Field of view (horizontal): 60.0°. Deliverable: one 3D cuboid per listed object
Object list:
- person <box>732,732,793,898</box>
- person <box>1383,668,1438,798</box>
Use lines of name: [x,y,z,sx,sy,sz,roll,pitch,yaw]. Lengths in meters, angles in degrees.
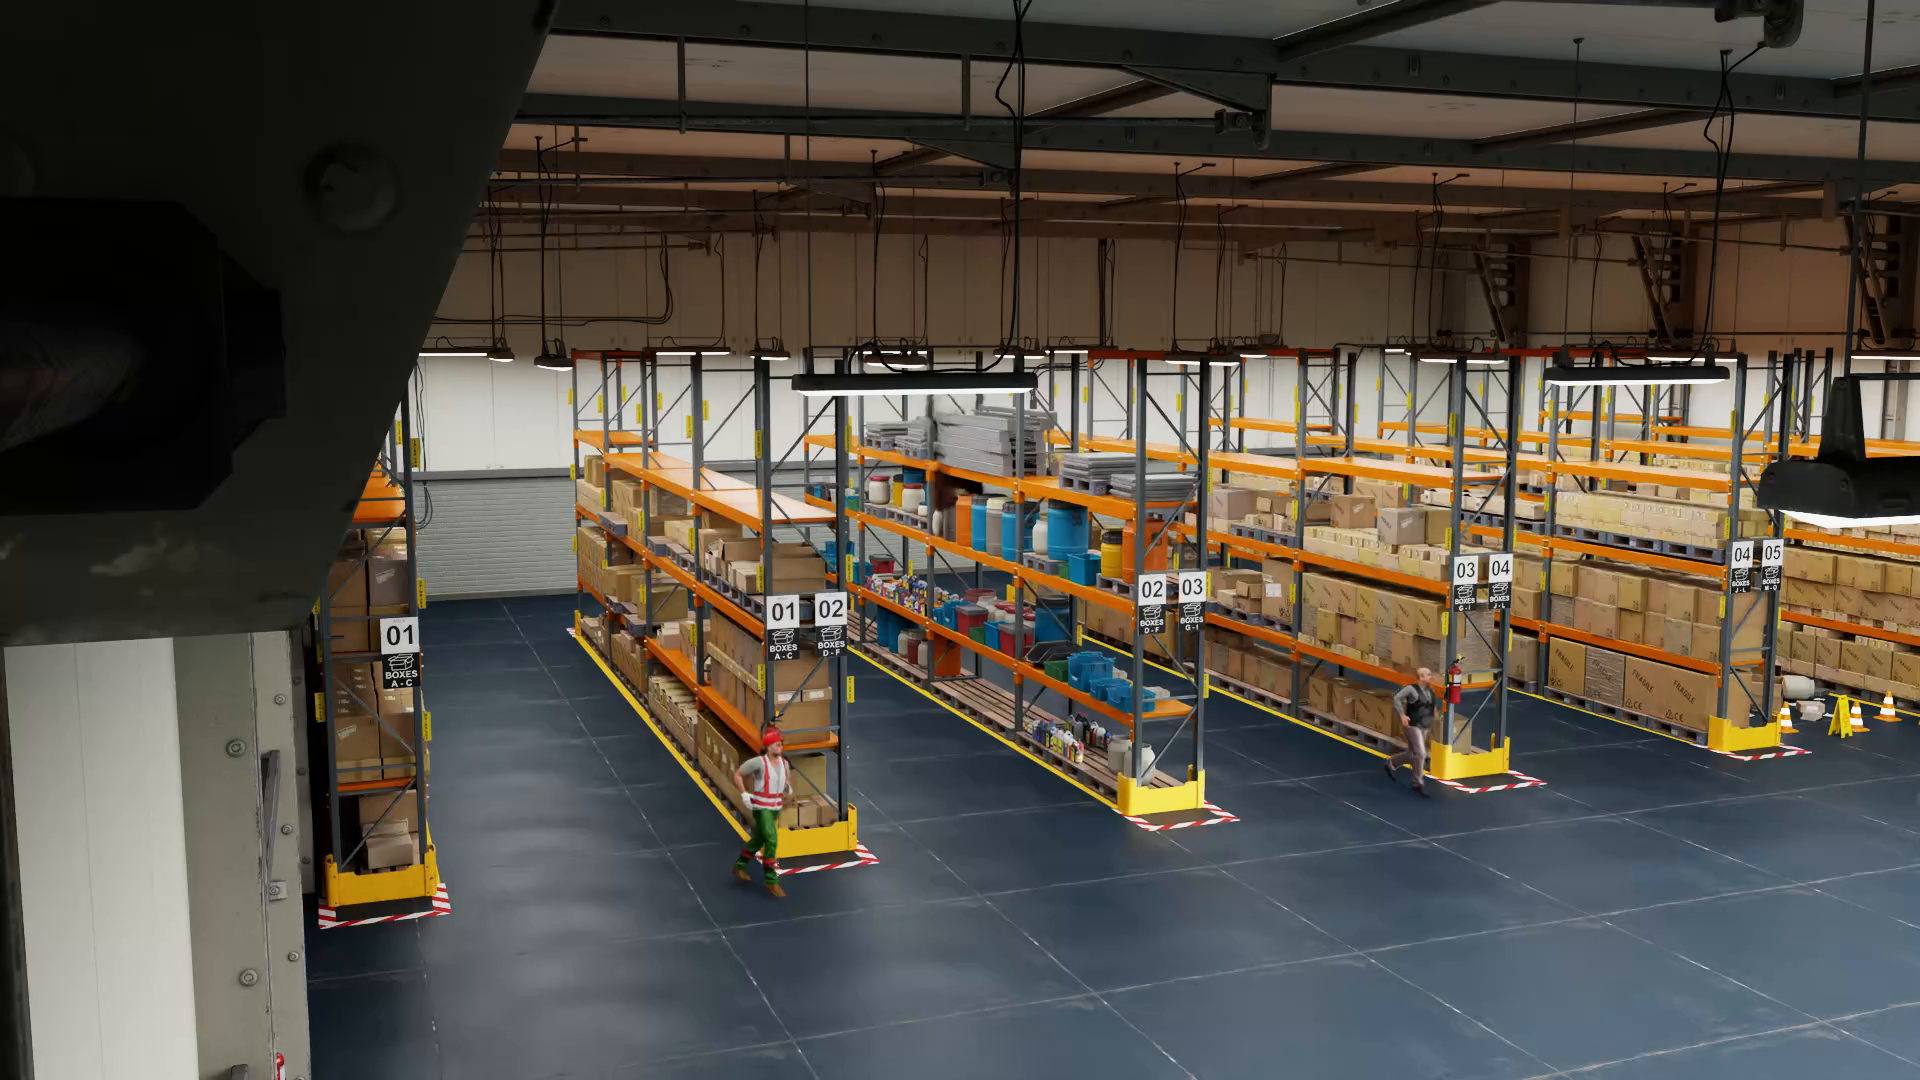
person: [-2.203,3.092,19.050,0.880,1.791,0.673,5,8,32]
person: [6.358,2.620,23.156,0.684,1.710,0.929,-5,9,-37]
